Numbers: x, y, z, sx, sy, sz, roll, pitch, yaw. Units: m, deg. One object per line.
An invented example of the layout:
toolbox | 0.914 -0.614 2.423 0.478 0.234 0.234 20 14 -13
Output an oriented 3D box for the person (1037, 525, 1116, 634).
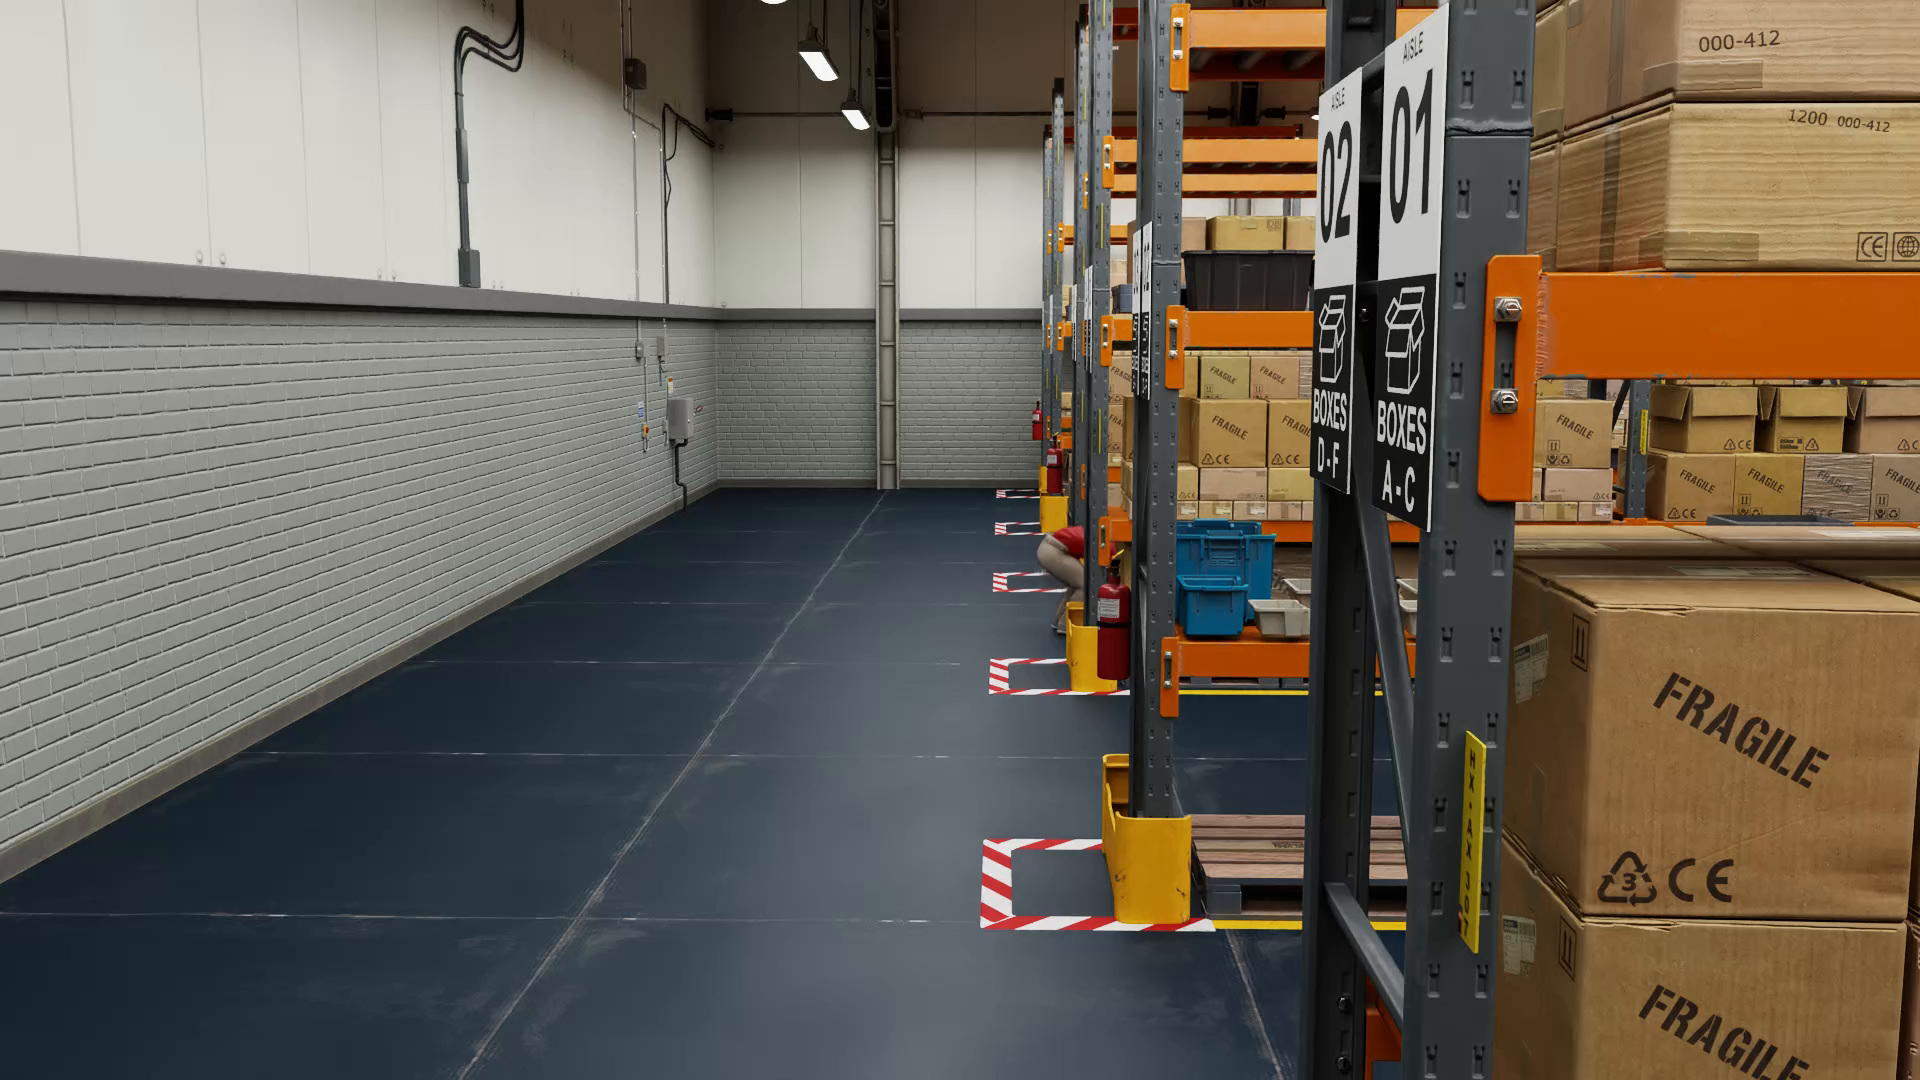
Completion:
person | 1.168 0.333 15.039 0.943 1.020 0.531 0 7 -2
